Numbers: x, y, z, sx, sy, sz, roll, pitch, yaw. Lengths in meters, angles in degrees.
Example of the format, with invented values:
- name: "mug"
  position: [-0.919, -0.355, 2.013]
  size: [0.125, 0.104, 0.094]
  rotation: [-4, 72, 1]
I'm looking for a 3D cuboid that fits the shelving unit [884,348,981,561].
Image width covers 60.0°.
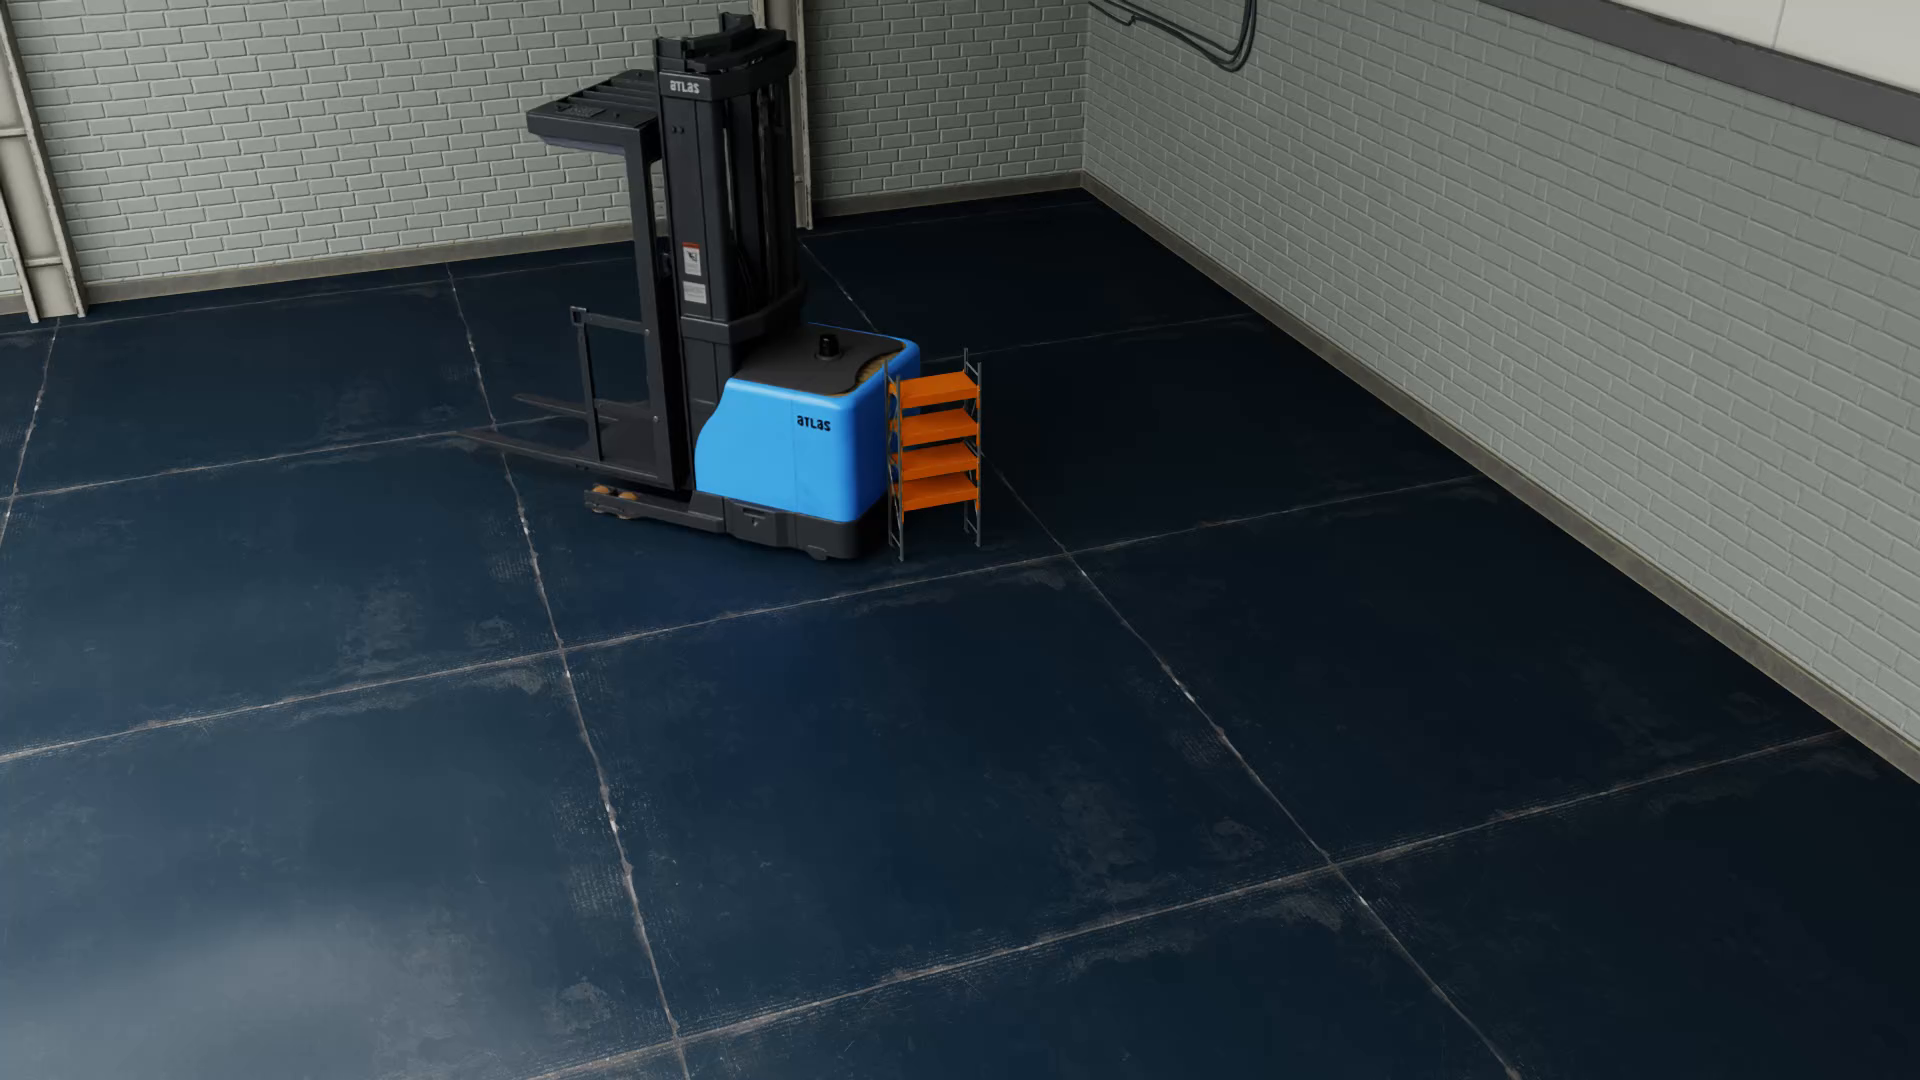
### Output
- name: "shelving unit"
  position: [-0.155, -0.493, 9.753]
  size: [0.503, 1.200, 0.258]
  rotation: [-10, 31, -18]

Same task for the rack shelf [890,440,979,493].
- name: "rack shelf"
  position: [-0.155, -0.434, 9.787]
  size: [0.480, 0.148, 0.258]
  rotation: [-10, 31, -18]

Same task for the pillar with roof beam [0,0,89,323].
- name: "pillar with roof beam"
  position: [-5.686, -3.727, 7.551]
  size: [0.400, 9.000, 9.100]
  rotation: [-10, 31, -18]

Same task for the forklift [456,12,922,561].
- name: "forklift"
  position: [-1.787, -1.625, 9.992]
  size: [3.031, 2.935, 1.130]
  rotation: [13, 32, 21]

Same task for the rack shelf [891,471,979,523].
- name: "rack shelf"
  position: [-0.155, -0.262, 9.885]
  size: [0.480, 0.148, 0.258]
  rotation: [-10, 31, -18]

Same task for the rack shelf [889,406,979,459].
- name: "rack shelf"
  position: [-0.155, -0.629, 9.676]
  size: [0.480, 0.148, 0.258]
  rotation: [-10, 31, -18]

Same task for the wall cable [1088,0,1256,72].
- name: "wall cable"
  position: [1.659, -5.306, 13.459]
  size: [0.112, 2.526, 3.097]
  rotation: [-10, 31, -18]

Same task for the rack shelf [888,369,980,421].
- name: "rack shelf"
  position: [-0.155, -0.834, 9.559]
  size: [0.480, 0.148, 0.258]
  rotation: [-10, 31, -18]

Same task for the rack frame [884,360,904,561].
- name: "rack frame"
  position: [-0.384, -0.451, 9.679]
  size: [0.015, 1.200, 0.240]
  rotation: [-10, 31, -18]

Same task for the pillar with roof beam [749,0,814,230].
- name: "pillar with roof beam"
  position: [-0.062, -4.762, 9.369]
  size: [0.400, 9.000, 9.100]
  rotation: [-10, 31, -18]

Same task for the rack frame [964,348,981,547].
- name: "rack frame"
  position: [0.074, -0.535, 9.827]
  size: [0.015, 1.200, 0.240]
  rotation: [-10, 31, -18]
